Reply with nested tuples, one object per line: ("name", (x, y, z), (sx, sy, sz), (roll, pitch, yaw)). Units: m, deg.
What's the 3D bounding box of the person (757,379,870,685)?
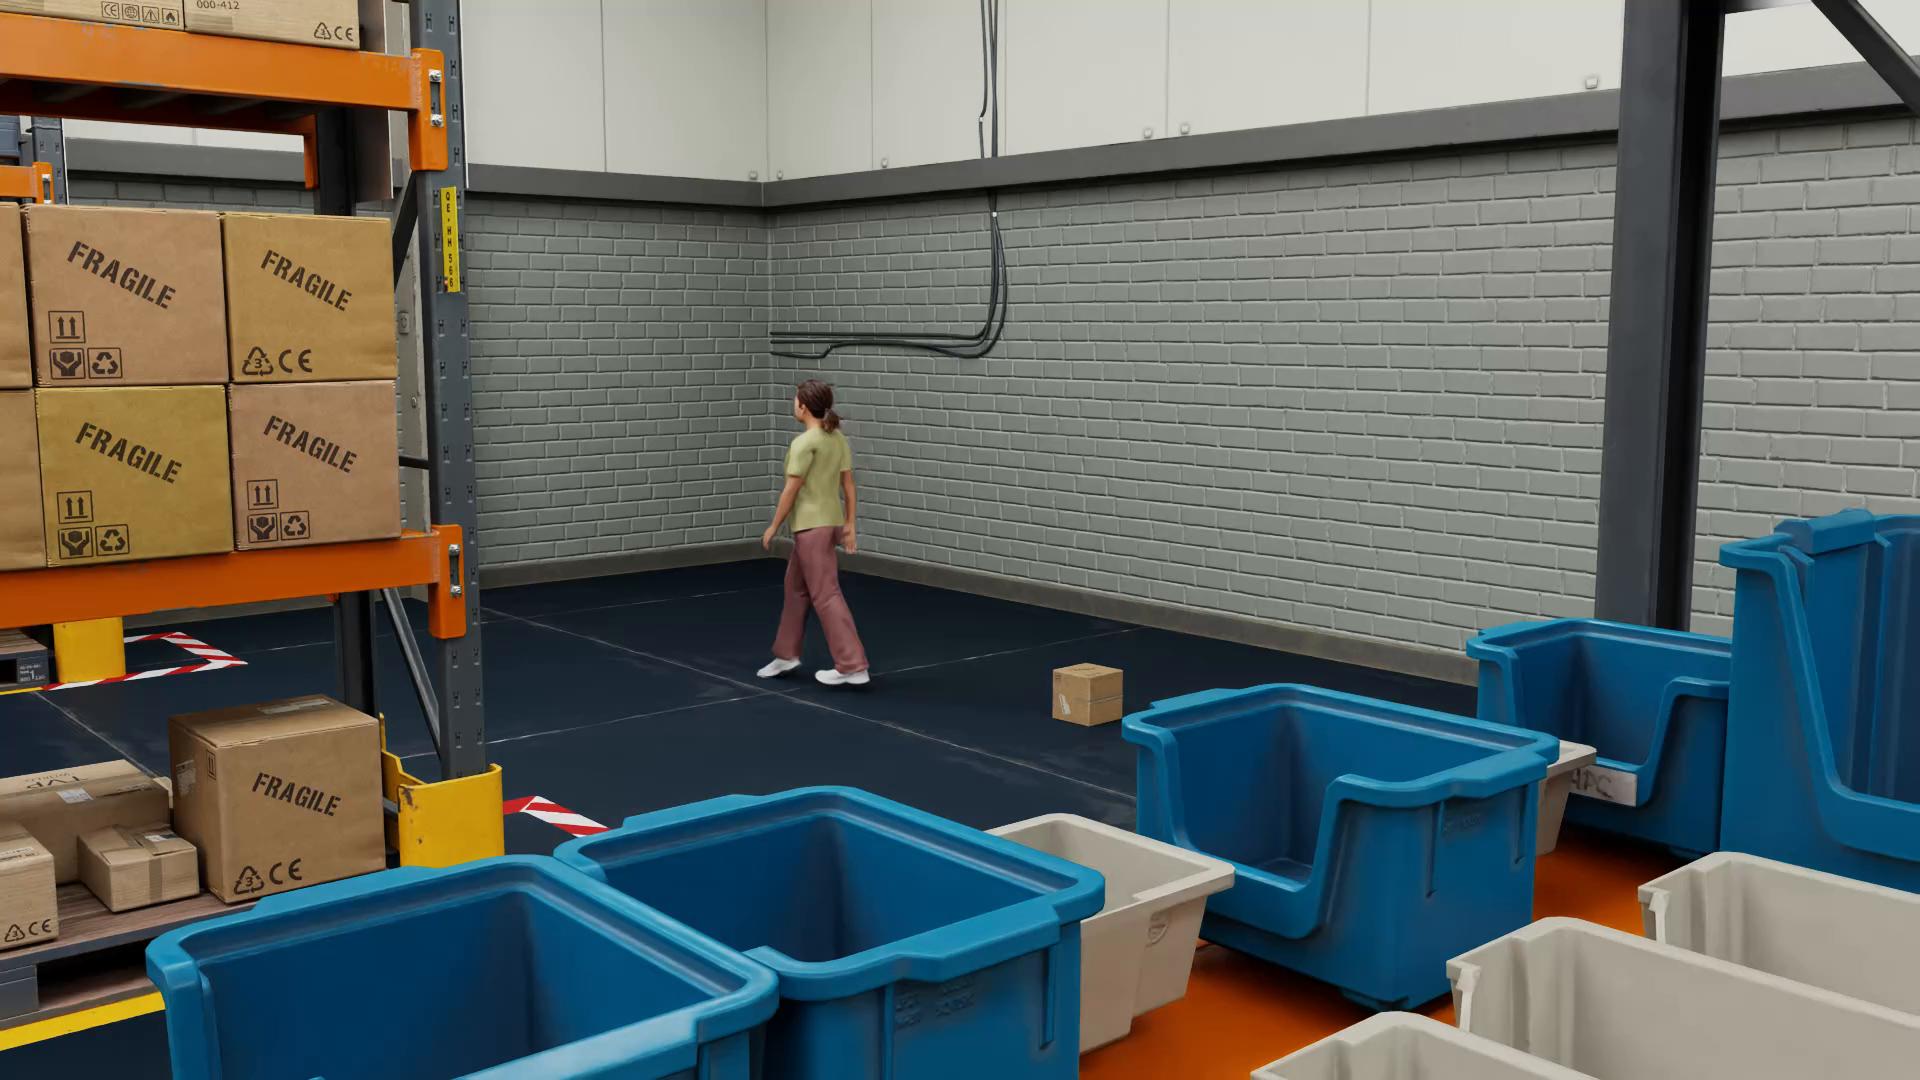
("person", (-0.843, -0.026, 9.019), (0.792, 1.690, 0.459), (4, 8, 26))
